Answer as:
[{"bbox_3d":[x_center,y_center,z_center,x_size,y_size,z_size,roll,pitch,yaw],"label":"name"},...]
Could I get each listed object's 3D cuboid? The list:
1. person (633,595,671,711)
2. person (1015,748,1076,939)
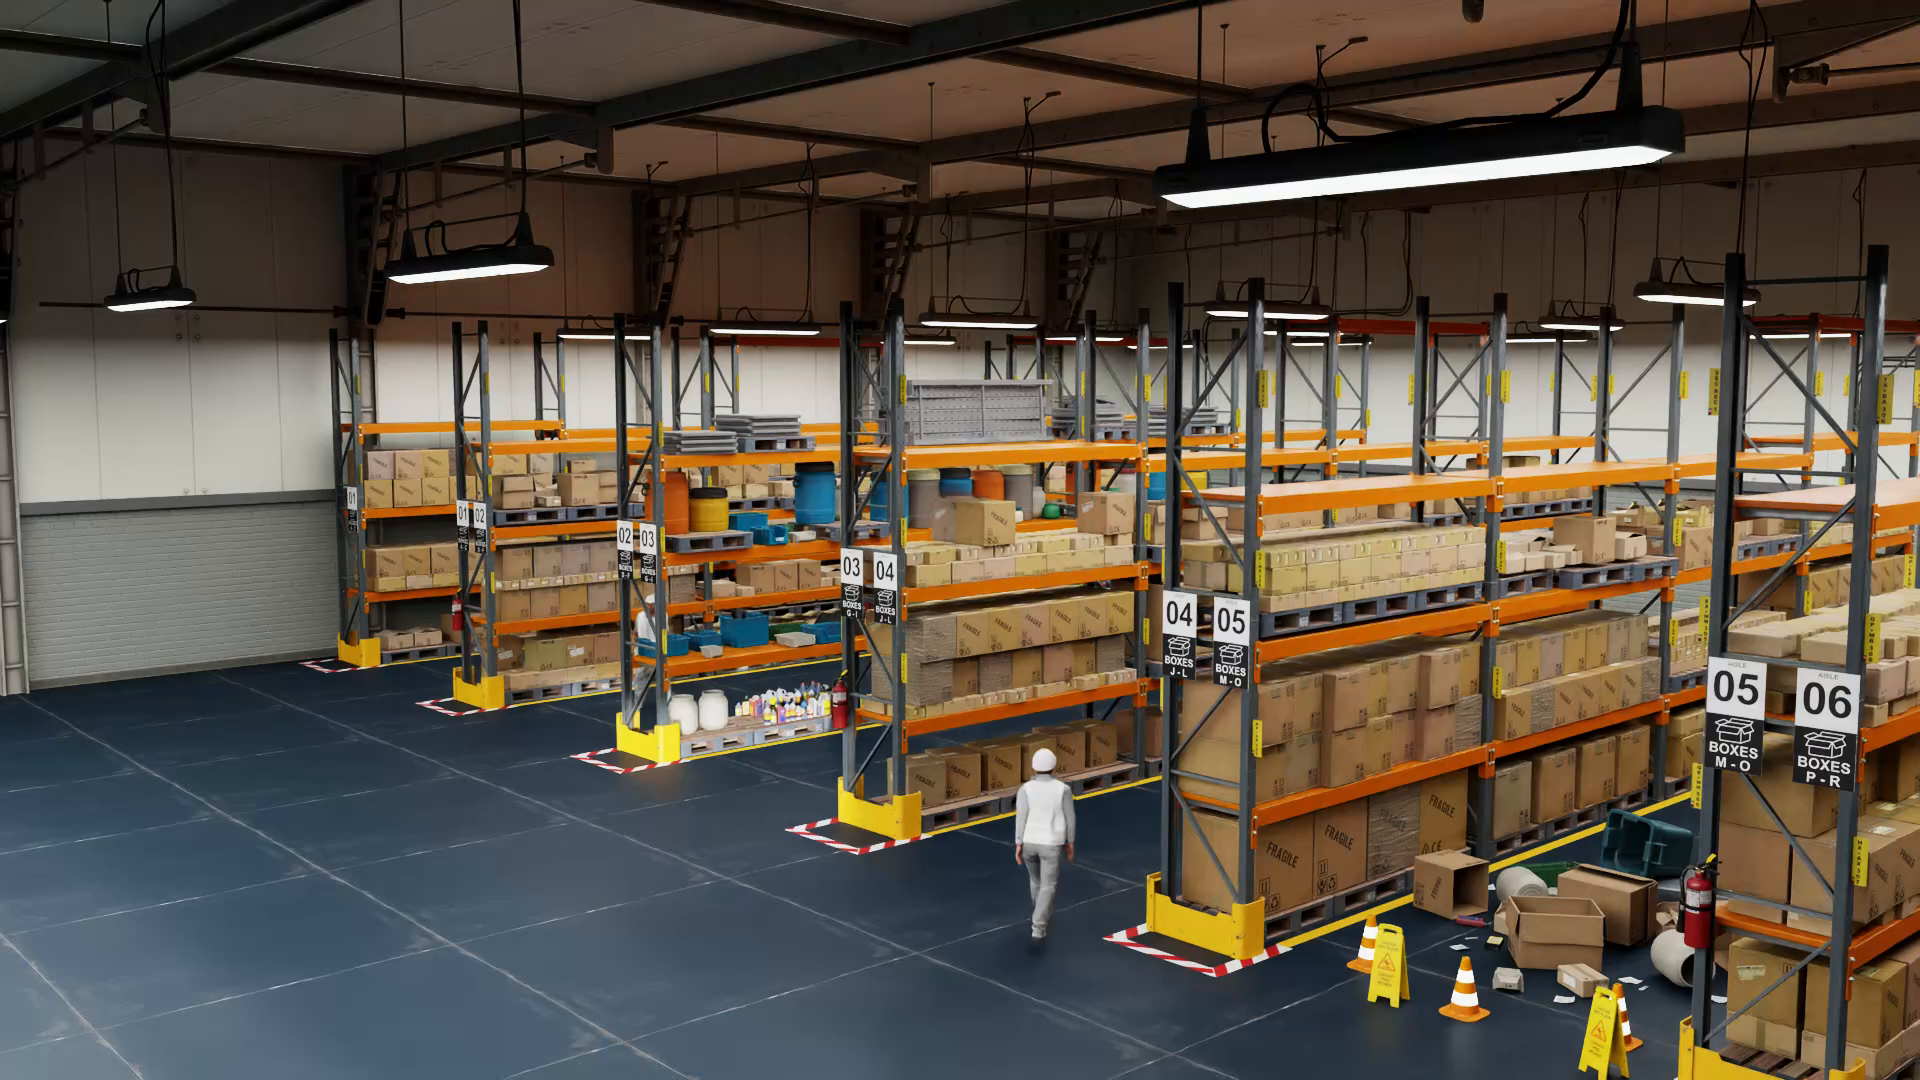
[{"bbox_3d":[-4.804,1.742,25.826,0.630,1.789,0.904,2,6,17],"label":"person"},{"bbox_3d":[0.788,2.794,15.351,0.537,1.737,0.991,2,6,18],"label":"person"}]
